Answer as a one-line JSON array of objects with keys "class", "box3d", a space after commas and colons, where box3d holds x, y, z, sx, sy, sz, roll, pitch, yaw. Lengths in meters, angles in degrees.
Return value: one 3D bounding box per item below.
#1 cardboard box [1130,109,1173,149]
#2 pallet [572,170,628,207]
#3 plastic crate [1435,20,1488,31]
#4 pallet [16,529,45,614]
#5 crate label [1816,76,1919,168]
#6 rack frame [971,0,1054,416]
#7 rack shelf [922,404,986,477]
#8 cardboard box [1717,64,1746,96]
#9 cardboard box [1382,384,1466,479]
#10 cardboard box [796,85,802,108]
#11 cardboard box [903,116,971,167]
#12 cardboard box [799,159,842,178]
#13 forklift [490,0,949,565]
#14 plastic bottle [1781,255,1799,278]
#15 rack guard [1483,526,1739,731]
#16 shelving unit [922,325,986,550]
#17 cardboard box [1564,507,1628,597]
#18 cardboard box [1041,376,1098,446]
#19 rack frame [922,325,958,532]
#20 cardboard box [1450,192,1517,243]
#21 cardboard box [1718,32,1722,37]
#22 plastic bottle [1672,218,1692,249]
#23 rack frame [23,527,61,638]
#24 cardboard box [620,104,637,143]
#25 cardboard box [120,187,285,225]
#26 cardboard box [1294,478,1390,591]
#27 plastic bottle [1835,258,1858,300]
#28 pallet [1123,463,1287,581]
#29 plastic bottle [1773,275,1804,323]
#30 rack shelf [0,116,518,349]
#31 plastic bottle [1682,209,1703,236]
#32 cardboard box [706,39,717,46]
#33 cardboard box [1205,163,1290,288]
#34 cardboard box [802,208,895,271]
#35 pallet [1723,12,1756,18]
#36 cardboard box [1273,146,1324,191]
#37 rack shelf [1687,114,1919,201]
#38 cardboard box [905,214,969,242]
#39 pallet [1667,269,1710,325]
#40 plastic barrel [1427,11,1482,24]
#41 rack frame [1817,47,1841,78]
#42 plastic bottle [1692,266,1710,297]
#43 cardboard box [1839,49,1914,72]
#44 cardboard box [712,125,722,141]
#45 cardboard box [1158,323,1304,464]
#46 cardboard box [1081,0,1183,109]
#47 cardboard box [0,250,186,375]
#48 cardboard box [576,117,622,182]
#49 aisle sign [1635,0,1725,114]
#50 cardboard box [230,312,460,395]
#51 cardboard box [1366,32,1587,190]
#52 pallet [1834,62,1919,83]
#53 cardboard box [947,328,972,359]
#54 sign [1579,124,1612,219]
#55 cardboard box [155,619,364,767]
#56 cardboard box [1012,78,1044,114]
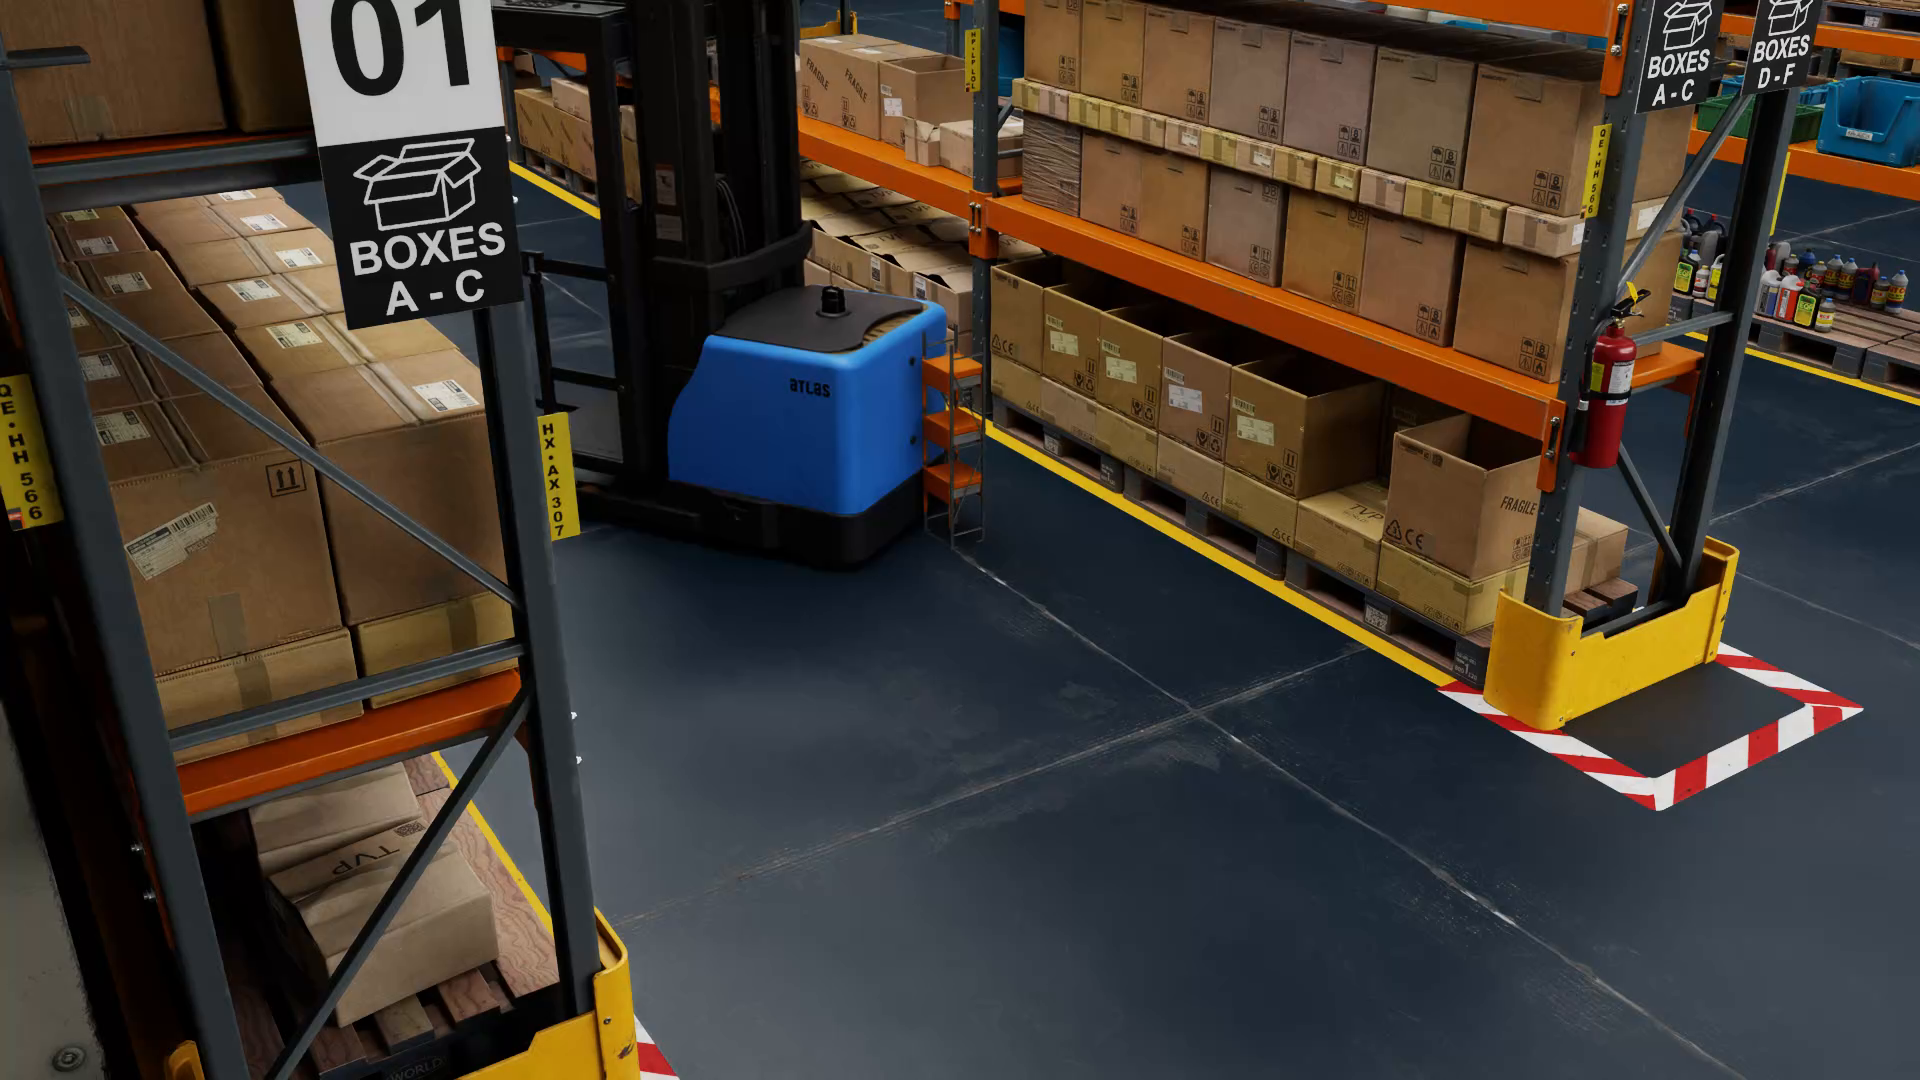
[{"class": "cardboard box", "box3d": [1.064, -2.052, 8.216, 0.380, 0.149, 0.250, -17, 30, -31]}, {"class": "pallet", "box3d": [-2.700, -3.101, 14.582, 1.003, 0.211, 1.213, -16, 29, -30]}, {"class": "plastic crate", "box3d": [3.811, -3.687, 12.576, 0.392, 0.384, 0.575, -16, 29, -30]}, {"class": "pallet", "box3d": [-4.053, -0.081, 8.184, 1.003, 0.211, 1.213, -16, 29, -30]}, {"class": "crate label", "box3d": [5.626, -2.553, 10.113, 0.502, 0.435, 0.616, -16, 29, -30]}, {"class": "rack frame", "box3d": [0.521, -2.220, 9.448, 1.000, 3.000, 0.127, -16, 29, -30]}, {"class": "rack shelf", "box3d": [-0.029, -0.484, 8.081, 0.215, 0.259, 0.240, -16, 29, -30]}, {"class": "cardboard box", "box3d": [7.651, -4.394, 16.468, 0.700, 0.500, 0.500, -13, 28, -25]}, {"class": "cardboard box", "box3d": [2.324, -0.496, 7.649, 0.500, 0.500, 0.500, -16, 29, -30]}, {"class": "cardboard box", "box3d": [-0.919, -3.094, 11.594, 0.380, 0.149, 0.250, -13, 28, -26]}, {"class": "cardboard box", "box3d": [-0.112, -2.430, 10.052, 0.396, 0.266, 0.258, -16, 30, -31]}, {"class": "cardboard box", "box3d": [-1.170, -2.720, 12.581, 0.500, 0.311, 0.500, -15, 29, -28]}, {"class": "forklift", "box3d": [-1.605, -1.626, 8.272, 3.031, 2.935, 1.130, 12, 28, 24]}, {"class": "plastic bottle", "box3d": [5.720, -1.864, 11.457, 0.097, 0.201, 0.097, 0, 25, 0]}, {"class": "rack guard", "box3d": [2.718, 0.350, 6.933, 1.175, 0.500, 0.348, -16, 29, -30]}, {"class": "shelving unit", "box3d": [-0.029, -0.494, 8.077, 0.215, 1.050, 0.252, -16, 29, -30]}, {"class": "cardboard box", "box3d": [2.599, 0.021, 7.431, 0.500, 0.250, 0.500, -16, 29, -30]}, {"class": "cardboard box", "box3d": [0.789, -0.749, 9.063, 0.500, 0.250, 0.500, -16, 29, -30]}, {"class": "rack frame", "box3d": [-0.096, -0.538, 8.169, 0.200, 1.050, 0.008, -16, 29, -30]}, {"class": "cardboard box", "box3d": [2.193, -1.313, 6.651, 0.380, 0.149, 0.250, -15, 29, -28]}, {"class": "cardboard box", "box3d": [9.690, -6.683, 21.340, 0.500, 0.500, 0.500, -17, 30, -32]}, {"class": "plastic bottle", "box3d": [5.146, -2.177, 11.945, 0.144, 0.351, 0.185, -16, 29, -30]}, {"class": "rack frame", "box3d": [-3.627, -1.064, 7.000, 1.000, 3.000, 0.127, -16, 29, -30]}, {"class": "cardboard box", "box3d": [-2.404, -3.357, 13.392, 0.500, 0.250, 0.500, -14, 29, -28]}, {"class": "cardboard box", "box3d": [-2.833, -1.070, 6.287, 0.500, 0.500, 0.500, -16, 29, -30]}, {"class": "cardboard box", "box3d": [1.882, -0.034, 7.548, 0.500, 0.250, 0.500, -16, 29, -30]}, {"class": "plastic bottle", "box3d": [5.941, -1.751, 11.136, 0.097, 0.271, 0.097, 0, 25, 0]}, {"class": "pallet", "box3d": [1.590, -0.228, 8.495, 1.003, 0.211, 1.213, -16, 29, -30]}, {"class": "plastic bottle", "box3d": [5.373, -1.560, 10.727, 0.152, 0.276, 0.135, -15, 29, -29]}, {"class": "rack shelf", "box3d": [-2.535, -1.380, 4.998, 1.077, 0.370, 4.000, -16, 29, -30]}, {"class": "plastic bottle", "box3d": [5.267, -2.210, 12.016, 0.144, 0.351, 0.185, -16, 30, -31]}, {"class": "cardboard box", "box3d": [-2.100, -4.084, 12.789, 0.500, 0.500, 0.700, 18, 31, 33]}, {"class": "cardboard box", "box3d": [1.613, -1.557, 7.928, 0.700, 0.500, 0.500, -15, 29, -28]}, {"class": "cardboard box", "box3d": [-0.771, -2.042, 11.144, 0.500, 0.311, 0.500, -16, 30, -30]}, {"class": "pallet", "box3d": [7.755, -5.172, 15.928, 1.003, 0.211, 1.213, -16, 29, -30]}, {"class": "cardboard box", "box3d": [1.629, -1.682, 7.433, 0.380, 0.149, 0.250, -15, 29, -28]}, {"class": "rack shelf", "box3d": [5.765, -2.332, 10.529, 1.077, 0.370, 4.000, -16, 29, -30]}, {"class": "cardboard box", "box3d": [-0.048, -1.991, 11.035, 0.500, 0.311, 0.500, -17, 30, -31]}, {"class": "pallet", "box3d": [5.005, -1.862, 11.956, 1.003, 0.211, 1.213, -16, 29, -30]}, {"class": "plastic barrel", "box3d": [3.935, -4.090, 13.250, 0.433, 0.535, 0.433, 0, 25, 0]}, {"class": "rack frame", "box3d": [10.851, -7.077, 19.738, 1.000, 3.000, 0.127, -16, 29, -30]}, {"class": "plastic bottle", "box3d": [5.004, -1.746, 11.208, 0.097, 0.201, 0.097, 0, 25, 0]}, {"class": "cardboard box", "box3d": [11.108, -6.011, 19.623, 1.050, 0.750, 0.750, -16, 30, -30]}, {"class": "cardboard box", "box3d": [-1.962, -3.134, 13.798, 0.500, 0.500, 0.500, -17, 30, -31]}, {"class": "cardboard box", "box3d": [1.333, -0.730, 8.144, 0.500, 0.500, 0.500, -16, 29, -30]}, {"class": "cardboard box", "box3d": [1.046, -2.514, 8.434, 0.700, 0.500, 0.500, -16, 29, -30]}, {"class": "cardboard box", "box3d": [-2.706, -0.579, 5.246, 0.500, 0.500, 0.500, -15, 29, -29]}, {"class": "cardboard box", "box3d": [-2.943, -3.370, 14.298, 0.500, 0.500, 0.500, -17, 30, -31]}, {"class": "aisle sign", "box3d": [2.495, -1.872, 5.668, 0.394, 0.787, 0.004, -16, 29, -30]}, {"class": "cardboard box", "box3d": [-1.714, -0.333, 4.726, 0.500, 0.500, 0.500, -15, 29, -29]}, {"class": "cardboard box", "box3d": [2.140, -1.796, 6.915, 0.700, 0.500, 0.500, -16, 30, -31]}, {"class": "pallet", "box3d": [11.218, -5.517, 19.699, 1.003, 0.211, 1.213, -16, 29, -30]}, {"class": "cardboard box", "box3d": [0.052, -1.247, 10.116, 0.500, 0.250, 0.500, -16, 30, -30]}, {"class": "sign", "box3d": [2.243, -1.298, 5.862, 0.100, 0.325, 0.005, -16, 29, -30]}, {"class": "cardboard box", "box3d": [-1.861, 0.304, 4.255, 0.500, 0.250, 0.500, -15, 29, -29]}, {"class": "cardboard box", "box3d": [0.506, -2.417, 8.989, 0.380, 0.149, 0.250, -16, 29, -30]}]
